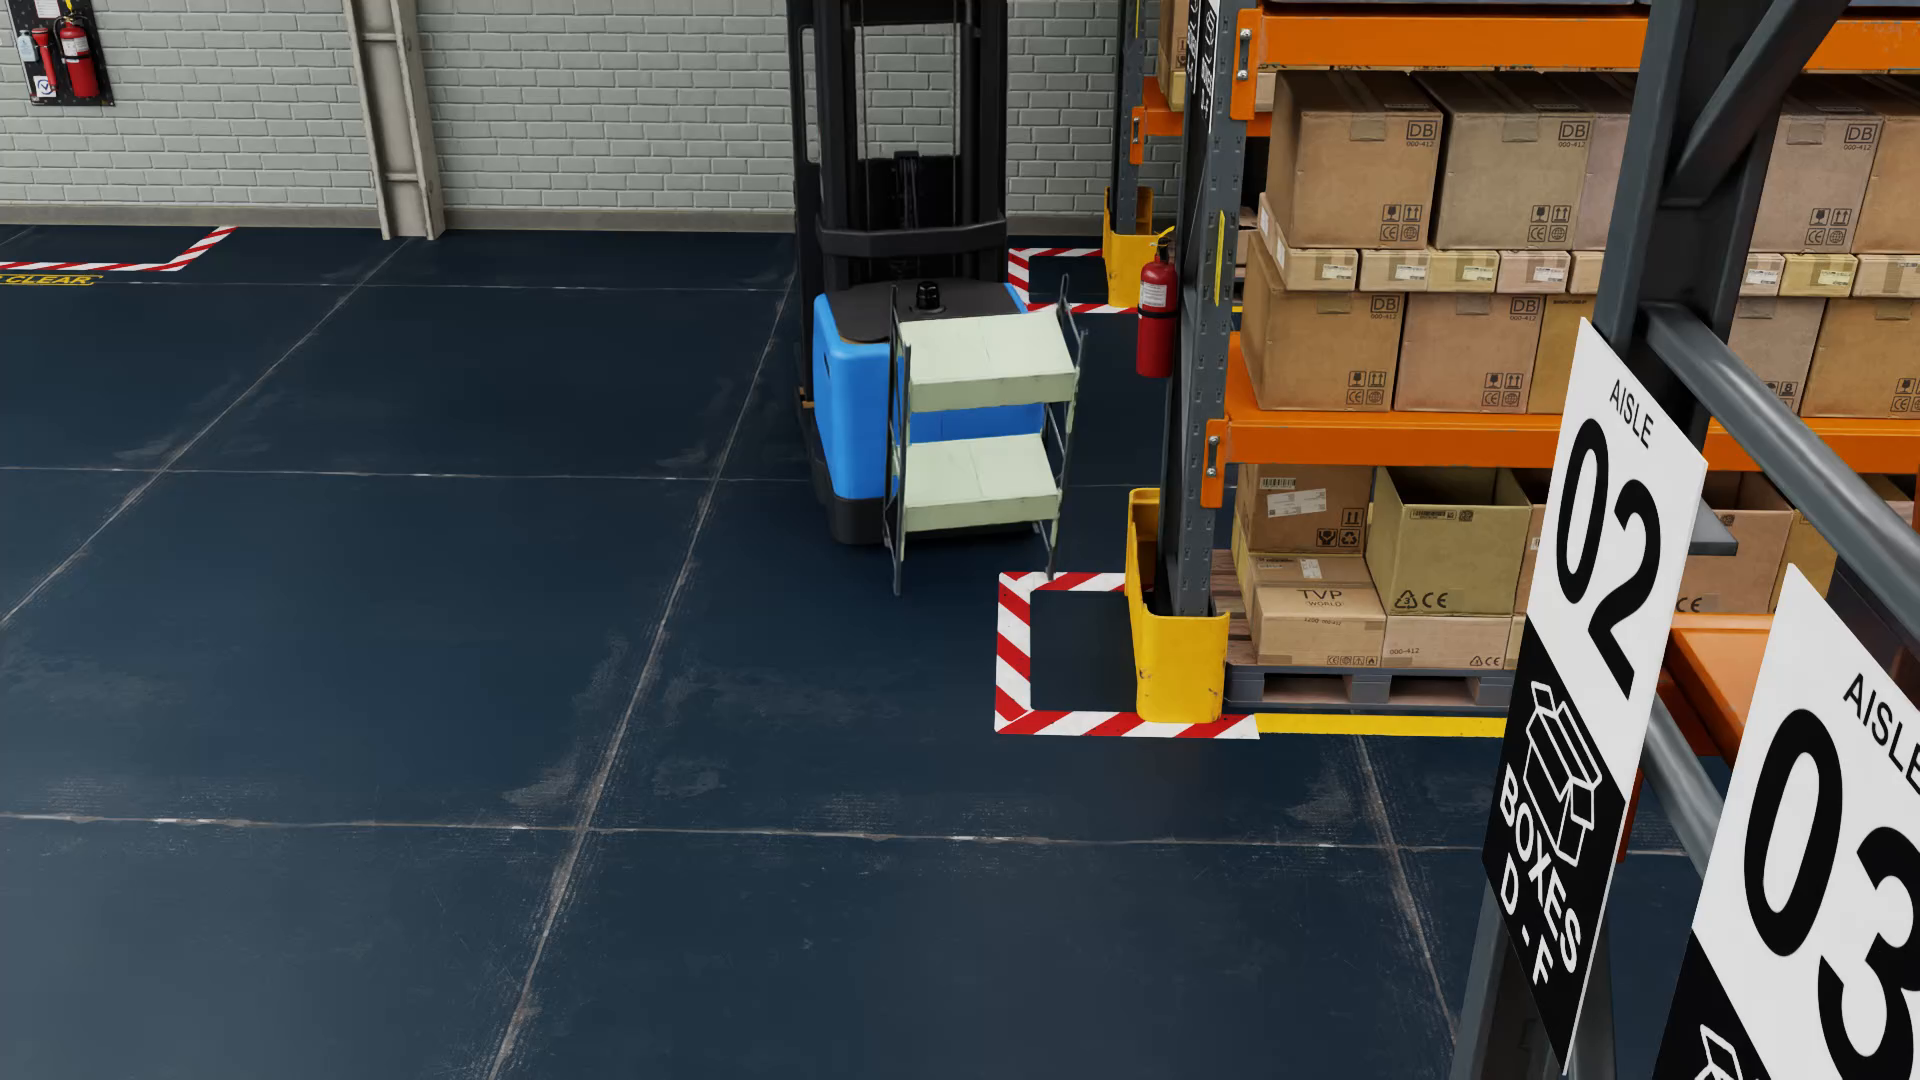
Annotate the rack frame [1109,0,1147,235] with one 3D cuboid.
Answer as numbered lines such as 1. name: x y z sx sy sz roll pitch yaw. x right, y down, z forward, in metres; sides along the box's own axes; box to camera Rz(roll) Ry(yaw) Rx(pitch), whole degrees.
1. rack frame: 1.122 -3.165 11.018 0.127 3.000 1.000 1 28 2

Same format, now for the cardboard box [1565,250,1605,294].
1. cardboard box: 2.367 -1.053 6.235 0.250 0.149 0.380 0 28 0

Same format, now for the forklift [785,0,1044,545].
1. forklift: -0.350 -1.942 8.783 1.130 2.935 3.031 -5 28 -9

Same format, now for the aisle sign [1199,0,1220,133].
1. aisle sign: 0.874 -1.853 5.767 0.004 0.787 0.394 1 28 2

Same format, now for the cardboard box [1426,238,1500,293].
1. cardboard box: 1.848 -1.062 6.251 0.250 0.149 0.380 1 28 2

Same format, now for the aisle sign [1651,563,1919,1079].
1. aisle sign: 0.690 0.460 1.405 0.004 0.787 0.394 1 28 2

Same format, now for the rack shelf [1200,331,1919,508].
1. rack shelf: 2.949 -0.495 6.750 4.000 0.370 1.077 1 28 2

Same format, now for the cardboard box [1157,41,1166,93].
1. cardboard box: 1.596 -3.191 11.205 0.500 0.250 0.500 1 28 3

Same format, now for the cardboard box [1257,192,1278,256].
1. cardboard box: 1.339 -1.260 6.625 0.250 0.149 0.380 0 28 1

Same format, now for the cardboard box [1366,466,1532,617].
1. cardboard box: 1.978 -0.028 6.787 0.500 0.500 0.500 1 28 2

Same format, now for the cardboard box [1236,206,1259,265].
1. cardboard box: 1.810 -2.118 11.444 0.500 0.311 0.500 -2 28 -4

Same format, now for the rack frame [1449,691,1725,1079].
1. rack frame: 0.772 1.472 2.270 0.127 3.000 1.000 1 28 2

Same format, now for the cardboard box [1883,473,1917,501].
1. cardboard box: 3.978 -0.001 6.736 0.500 0.500 0.500 1 28 2

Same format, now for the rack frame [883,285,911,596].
1. rack frame: -0.283 -0.401 7.328 0.023 1.500 0.400 -5 47 -9

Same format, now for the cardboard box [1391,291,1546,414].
1. cardboard box: 1.942 -0.870 6.582 0.500 0.500 0.700 2 28 3

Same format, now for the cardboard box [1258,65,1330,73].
1. cardboard box: 2.082 -3.278 10.568 0.500 0.500 0.500 1 28 2

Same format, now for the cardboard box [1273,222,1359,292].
1. cardboard box: 1.335 -1.070 6.266 0.250 0.149 0.380 1 28 1

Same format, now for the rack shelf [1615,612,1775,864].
1. rack shelf: 2.771 0.498 1.674 4.000 0.370 1.077 1 28 2

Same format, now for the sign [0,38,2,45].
1. sign: -7.162 -3.789 12.158 0.234 0.329 0.001 1 28 2

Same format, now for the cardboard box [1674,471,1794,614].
1. cardboard box: 2.978 -0.009 6.752 0.500 0.500 0.500 1 28 2

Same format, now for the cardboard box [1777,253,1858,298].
1. cardboard box: 3.134 -1.040 6.210 0.250 0.149 0.380 2 28 3

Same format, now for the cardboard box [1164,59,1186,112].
1. cardboard box: 1.598 -2.951 10.753 0.500 0.250 0.500 0 28 0

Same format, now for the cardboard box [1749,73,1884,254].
1. cardboard box: 3.000 -1.427 6.247 0.500 0.500 0.700 1 28 2

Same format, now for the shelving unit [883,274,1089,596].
1. shelving unit: 0.077 -0.434 7.388 0.755 1.500 0.431 -5 47 -9

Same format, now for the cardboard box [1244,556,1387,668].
1. cardboard box: 1.479 0.296 6.976 0.500 0.250 0.500 1 28 2

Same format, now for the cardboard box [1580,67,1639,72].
1. cardboard box: 4.137 -3.241 10.500 0.500 0.500 0.500 1 28 2

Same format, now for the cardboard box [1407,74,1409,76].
1. cardboard box: 2.626 -2.938 10.728 0.500 0.250 0.500 1 28 1

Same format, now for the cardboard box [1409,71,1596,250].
1. cardboard box: 1.995 -1.443 6.277 0.500 0.500 0.700 0 28 0

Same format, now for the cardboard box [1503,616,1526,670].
1. cardboard box: 2.478 0.311 6.948 0.500 0.250 0.500 1 28 2

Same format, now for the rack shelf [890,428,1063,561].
1. rack shelf: 0.058 -0.210 7.624 0.720 0.370 0.431 -5 47 -9

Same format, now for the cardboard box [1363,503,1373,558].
1. cardboard box: 1.997 0.056 7.429 0.500 0.250 0.500 1 28 2

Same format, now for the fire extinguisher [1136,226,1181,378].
1. fire extinguisher: 0.849 -1.032 7.076 0.183 0.674 0.296 1 28 2

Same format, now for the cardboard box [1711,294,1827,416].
1. cardboard box: 2.964 -0.852 6.549 0.500 0.500 0.700 2 28 3

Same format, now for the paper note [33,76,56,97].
1. paper note: -6.787 -3.362 12.331 0.142 0.148 0.016 1 28 2

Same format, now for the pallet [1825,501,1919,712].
1. pallet: 1.595 0.290 1.500 1.213 0.211 1.003 1 28 2

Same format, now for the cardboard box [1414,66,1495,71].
1. cardboard box: 3.114 -3.263 10.541 0.500 0.500 0.500 2 28 3

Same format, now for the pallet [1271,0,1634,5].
1. pallet: 1.656 -2.109 5.917 1.213 0.211 1.003 1 28 2

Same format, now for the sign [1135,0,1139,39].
1. sign: 1.103 -3.294 10.336 0.005 0.325 0.100 1 28 2

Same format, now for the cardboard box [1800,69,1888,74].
1. cardboard box: 5.627 -3.313 10.721 0.500 0.500 0.700 1 28 2

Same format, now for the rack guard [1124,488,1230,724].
1. rack guard: 0.927 0.258 7.230 0.348 0.500 1.175 1 28 2
